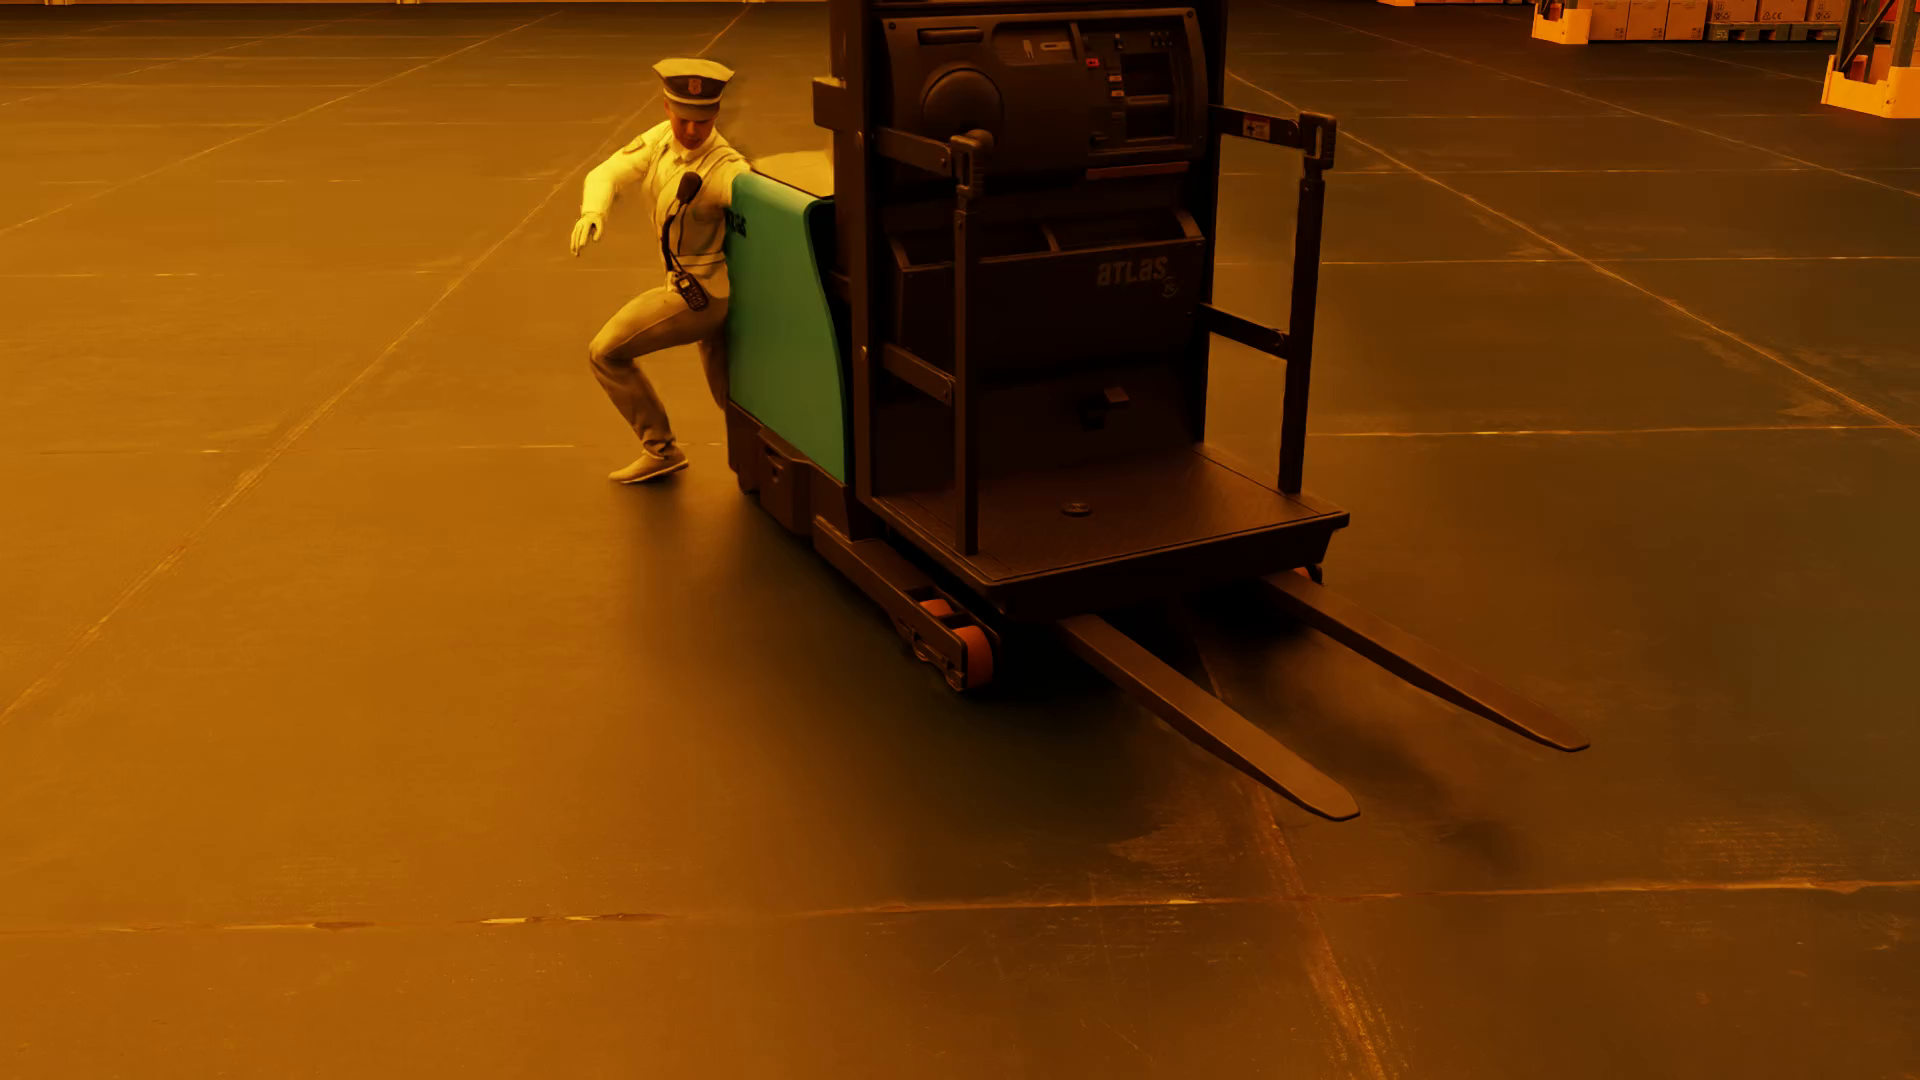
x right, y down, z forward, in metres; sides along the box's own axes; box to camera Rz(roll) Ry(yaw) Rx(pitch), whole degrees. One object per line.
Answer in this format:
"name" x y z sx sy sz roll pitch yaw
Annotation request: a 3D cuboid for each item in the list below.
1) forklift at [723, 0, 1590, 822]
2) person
"forklift" 0.334 -1.167 4.134 1.130 2.935 3.031 -11 24 -25
"person" -0.795 -0.810 5.364 0.891 1.434 0.611 0 21 1
